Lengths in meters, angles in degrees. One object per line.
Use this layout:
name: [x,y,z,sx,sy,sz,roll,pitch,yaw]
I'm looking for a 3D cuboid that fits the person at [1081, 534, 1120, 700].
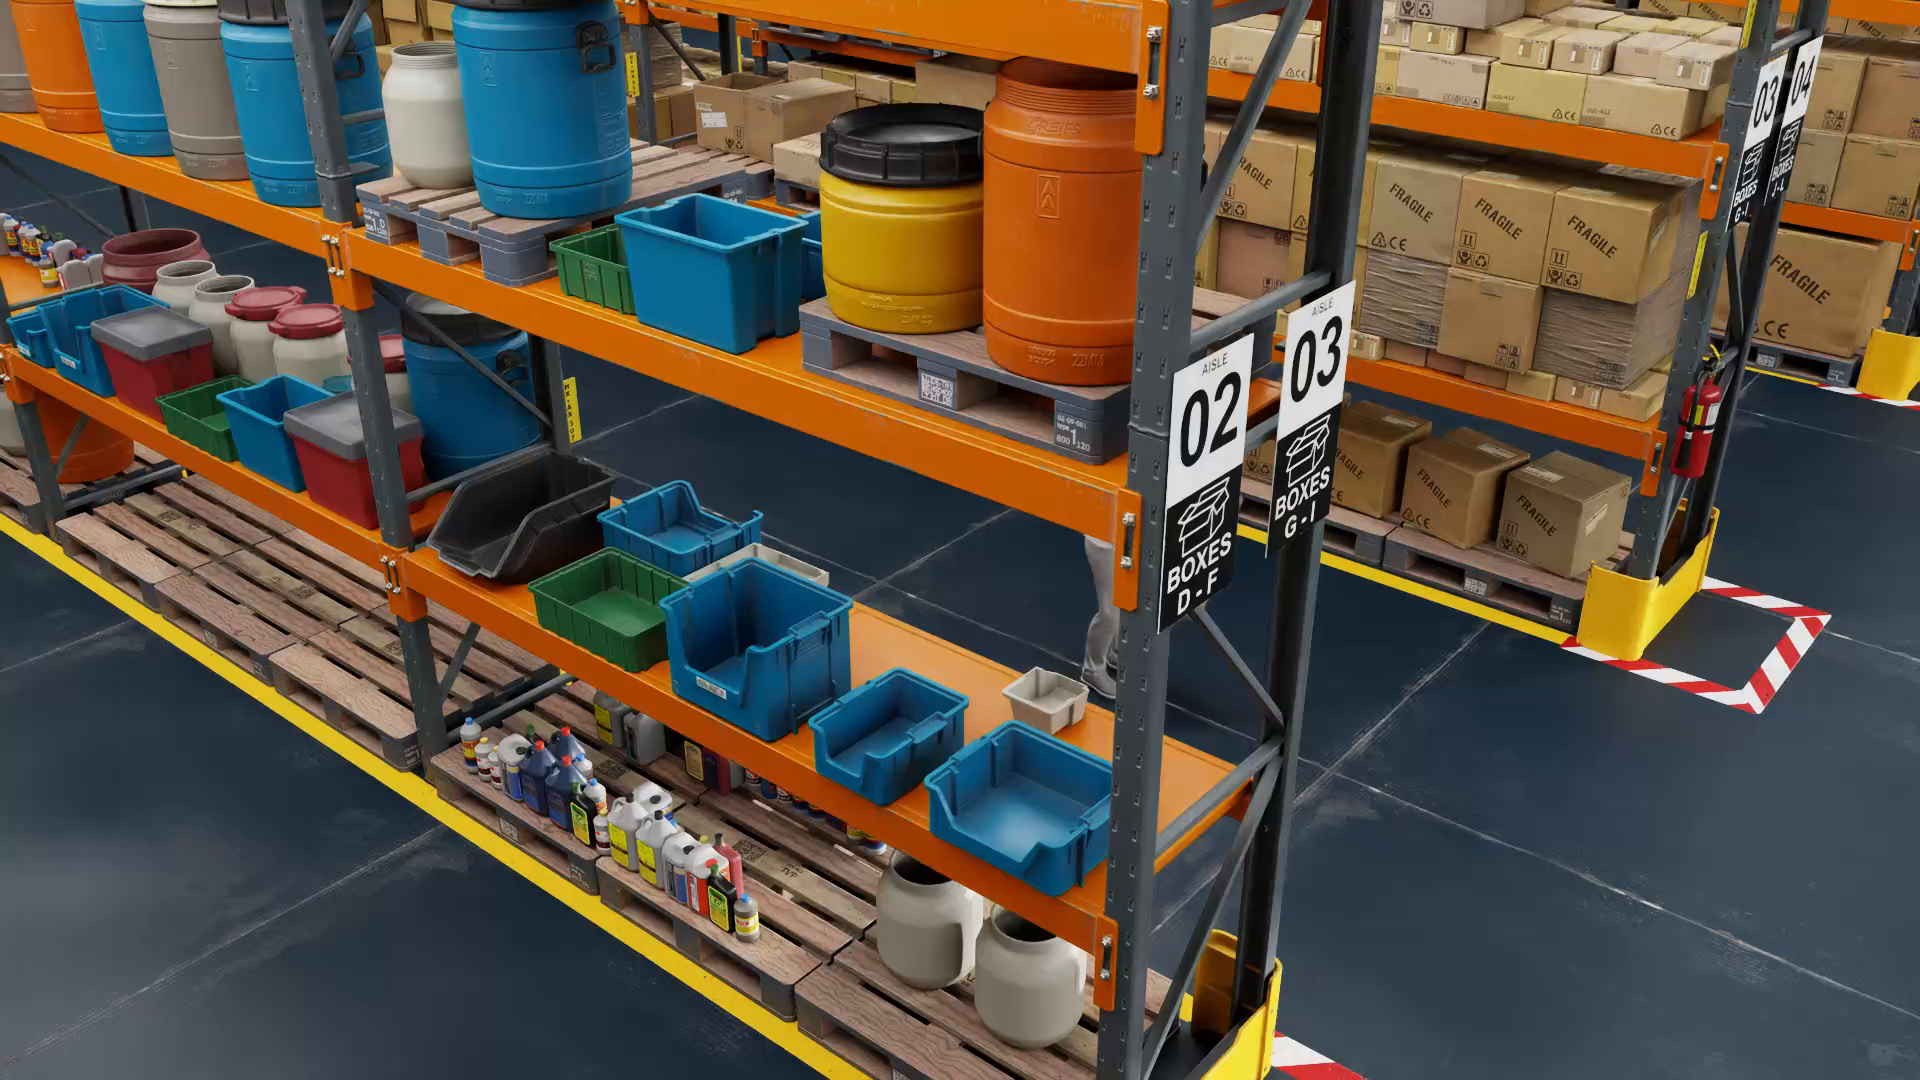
person: [0.910,0.040,8.550,0.541,1.665,0.416,20,34,34]
